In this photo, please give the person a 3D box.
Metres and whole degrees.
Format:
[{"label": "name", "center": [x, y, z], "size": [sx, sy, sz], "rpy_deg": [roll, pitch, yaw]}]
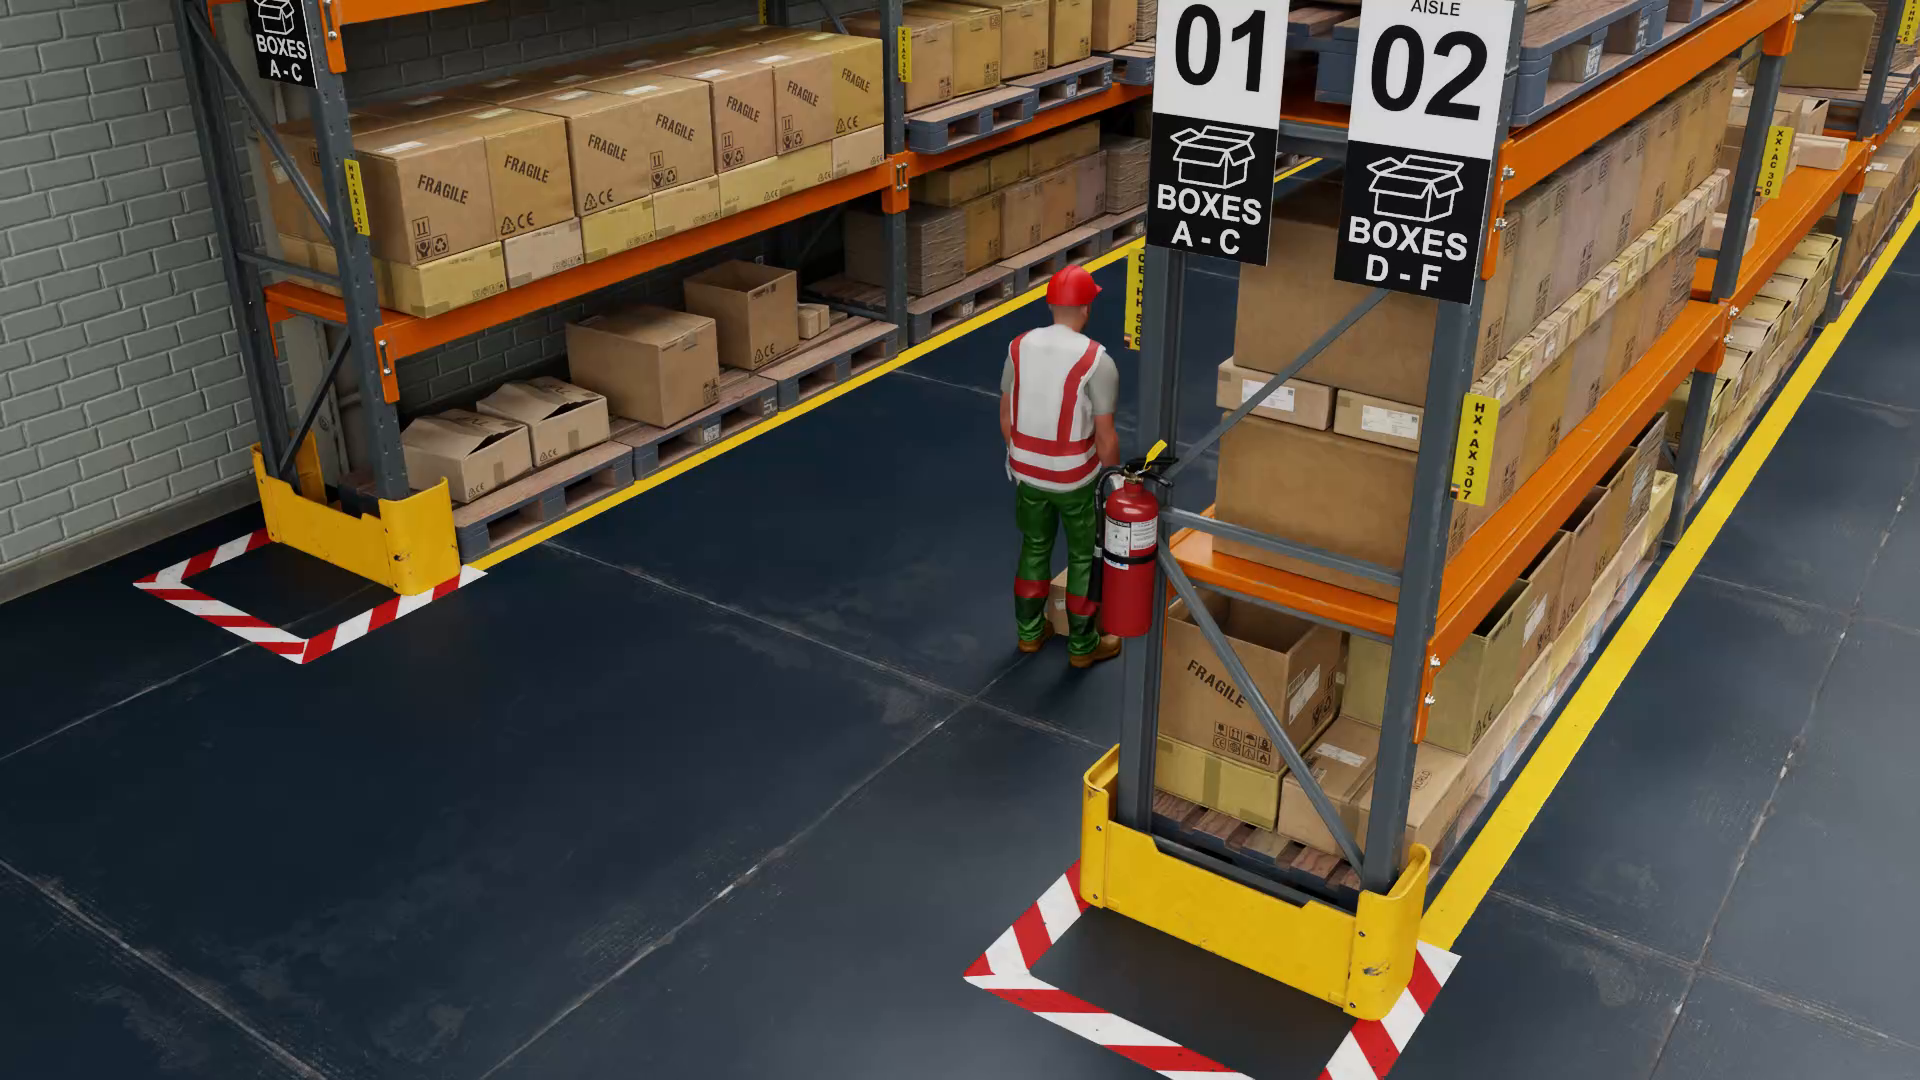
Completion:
[{"label": "person", "center": [0.447, -0.307, 7.209], "size": [0.610, 1.780, 0.448], "rpy_deg": [17, 32, 31]}]
